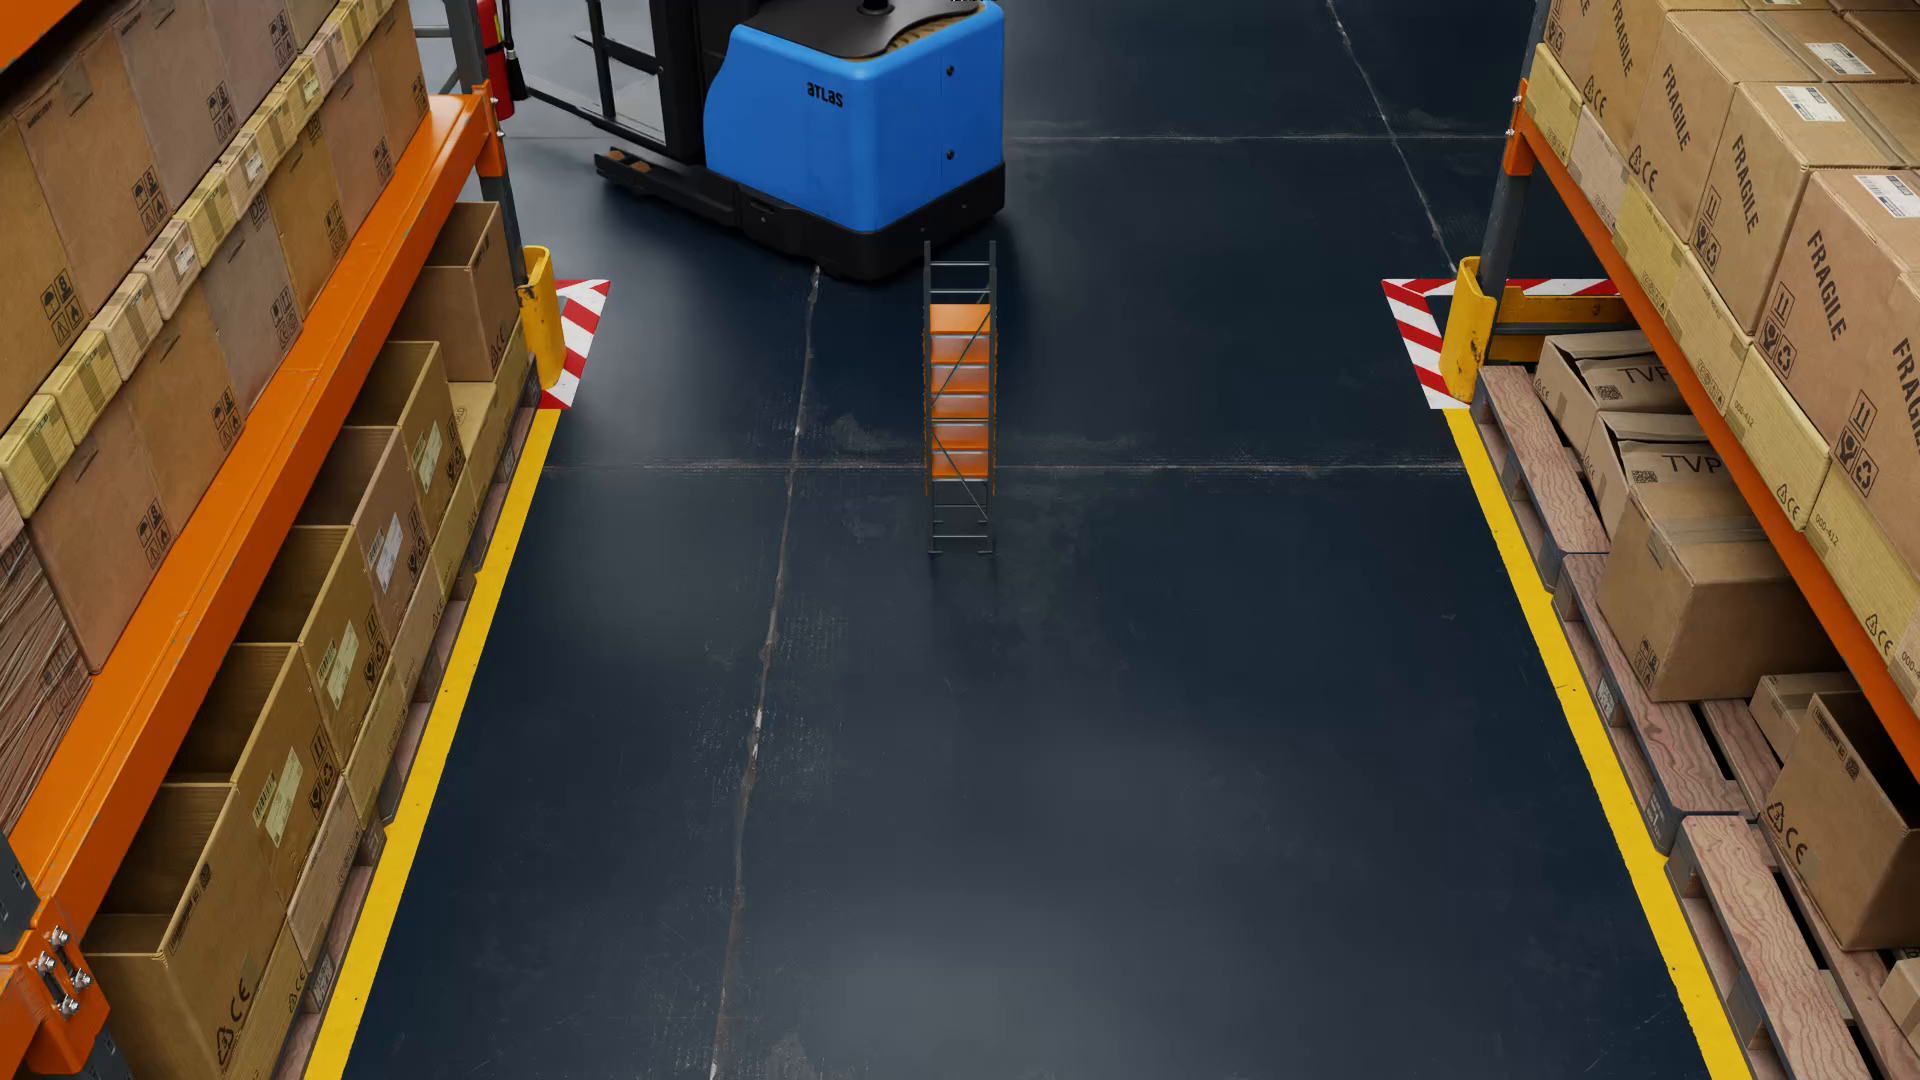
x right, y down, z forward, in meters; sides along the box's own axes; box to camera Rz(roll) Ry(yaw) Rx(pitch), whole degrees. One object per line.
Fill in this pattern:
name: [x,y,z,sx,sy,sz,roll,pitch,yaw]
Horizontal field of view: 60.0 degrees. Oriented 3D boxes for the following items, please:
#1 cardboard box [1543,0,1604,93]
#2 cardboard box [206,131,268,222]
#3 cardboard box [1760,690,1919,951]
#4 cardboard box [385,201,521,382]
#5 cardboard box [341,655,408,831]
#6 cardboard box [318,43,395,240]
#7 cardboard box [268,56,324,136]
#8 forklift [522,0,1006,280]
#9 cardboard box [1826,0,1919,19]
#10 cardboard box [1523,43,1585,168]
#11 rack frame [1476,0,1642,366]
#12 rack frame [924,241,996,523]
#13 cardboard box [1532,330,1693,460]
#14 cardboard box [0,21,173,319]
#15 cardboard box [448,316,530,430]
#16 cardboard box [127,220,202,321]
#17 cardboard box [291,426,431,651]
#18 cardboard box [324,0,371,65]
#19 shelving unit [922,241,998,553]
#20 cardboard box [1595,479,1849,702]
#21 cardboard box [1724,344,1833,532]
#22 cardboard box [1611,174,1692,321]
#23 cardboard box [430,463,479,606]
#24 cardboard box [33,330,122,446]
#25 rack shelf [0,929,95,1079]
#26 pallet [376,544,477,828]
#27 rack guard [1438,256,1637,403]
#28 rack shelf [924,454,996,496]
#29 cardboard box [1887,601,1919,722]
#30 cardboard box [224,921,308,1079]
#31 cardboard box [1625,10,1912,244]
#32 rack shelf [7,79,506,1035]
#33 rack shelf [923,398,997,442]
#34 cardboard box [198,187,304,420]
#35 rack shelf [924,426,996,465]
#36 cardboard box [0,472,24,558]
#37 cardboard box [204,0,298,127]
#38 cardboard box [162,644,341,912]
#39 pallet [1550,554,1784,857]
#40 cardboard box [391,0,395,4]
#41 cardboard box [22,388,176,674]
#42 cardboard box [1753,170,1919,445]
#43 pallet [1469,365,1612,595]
cardboard box: [2.353,-1.844,5.656,0.500,0.500,0.500,0,39,0]
cardboard box: [-2.106,-0.978,4.473,0.380,0.149,0.250,-1,39,-1]
cardboard box: [2.616,0.755,4.556,0.500,0.500,0.500,-3,39,-3]
cardboard box: [-2.002,-0.943,6.292,0.500,0.500,0.500,0,39,0]
cardboard box: [-1.984,0.600,4.965,0.500,0.250,0.500,0,39,0]
cardboard box: [-2.308,-1.313,5.410,0.700,0.500,0.500,1,39,1]
cardboard box: [-2.109,-1.303,4.879,0.380,0.149,0.250,1,39,1]
forklift: [-1.230,-3.112,7.790,3.031,2.935,1.130,28,46,30]
cardboard box: [2.857,-1.533,5.269,0.500,0.500,0.500,0,39,1]
cardboard box: [2.336,-1.545,5.883,0.500,0.250,0.500,-1,39,-1]
rack frame: [2.653,-1.901,6.223,1.000,3.000,0.127,0,39,0]
rack frame: [0.000,-0.534,5.957,0.240,1.200,0.006,0,39,0]
cardboard box: [2.564,-0.590,6.386,0.500,0.311,0.500,-4,39,-5]
cardboard box: [-2.305,-0.845,3.789,0.700,0.500,0.500,0,39,0]
cardboard box: [-2.005,-0.651,6.526,0.500,0.250,0.500,0,39,0]
cardboard box: [-2.108,-0.660,4.076,0.380,0.149,0.250,-1,39,-1]
cardboard box: [-1.987,-0.005,5.121,0.500,0.500,0.500,0,39,0]
cardboard box: [-2.108,-1.625,5.280,0.380,0.149,0.250,-1,39,-1]
shelving unit: [0.000,-0.477,5.886,0.258,1.200,0.189,0,39,0]
cardboard box: [2.515,0.151,5.310,0.700,0.500,0.500,-2,39,-3]
cardboard box: [2.346,-0.271,4.293,0.500,0.250,0.500,0,39,0]
cardboard box: [2.346,-0.901,5.080,0.500,0.250,0.500,-1,39,-1]
cardboard box: [-1.990,-0.025,5.746,0.500,0.250,0.500,0,39,0]
cardboard box: [-2.107,-0.336,3.672,0.380,0.149,0.250,0,39,0]
rack shelf: [-2.294,2.138,1.759,1.077,0.370,4.000,0,39,0]
pallet: [-2.259,0.433,5.541,1.003,0.211,1.213,0,39,0]
rack guard: [2.653,-0.878,6.946,1.175,0.500,0.348,0,39,0]
rack shelf: [0.000,-0.255,6.064,0.258,0.103,0.180,0,39,0]
cardboard box: [2.354,0.355,3.512,0.500,0.250,0.500,0,39,0]
cardboard box: [-1.993,1.226,4.185,0.500,0.250,0.500,0,39,0]
cardboard box: [2.338,-1.212,4.868,0.500,0.500,0.500,-1,39,-2]
rack shelf: [-2.298,-0.363,4.880,1.077,0.370,4.000,0,39,0]
rack shelf: [0.000,-0.443,5.914,0.258,0.103,0.180,0,39,0]
cardboard box: [-2.308,-0.674,4.612,0.700,0.500,0.500,1,39,1]
rack shelf: [0.000,-0.349,5.989,0.258,0.103,0.180,0,39,0]
cardboard box: [-2.103,-0.011,3.266,0.380,0.149,0.250,0,39,1]
cardboard box: [-2.305,-1.471,4.569,0.700,0.500,0.500,0,39,0]
cardboard box: [-1.992,0.620,4.341,0.500,0.500,0.500,0,39,0]
pallet: [2.617,0.504,5.452,1.003,0.211,1.213,0,39,0]
cardboard box: [-2.110,-1.948,5.684,0.380,0.149,0.250,-1,39,-1]
cardboard box: [-2.310,-0.040,3.821,0.700,0.500,0.500,0,39,-1]
cardboard box: [2.352,-0.564,4.059,0.500,0.500,0.500,-1,39,-1]
pallet: [2.619,-0.257,6.402,1.003,0.211,1.213,0,39,0]
